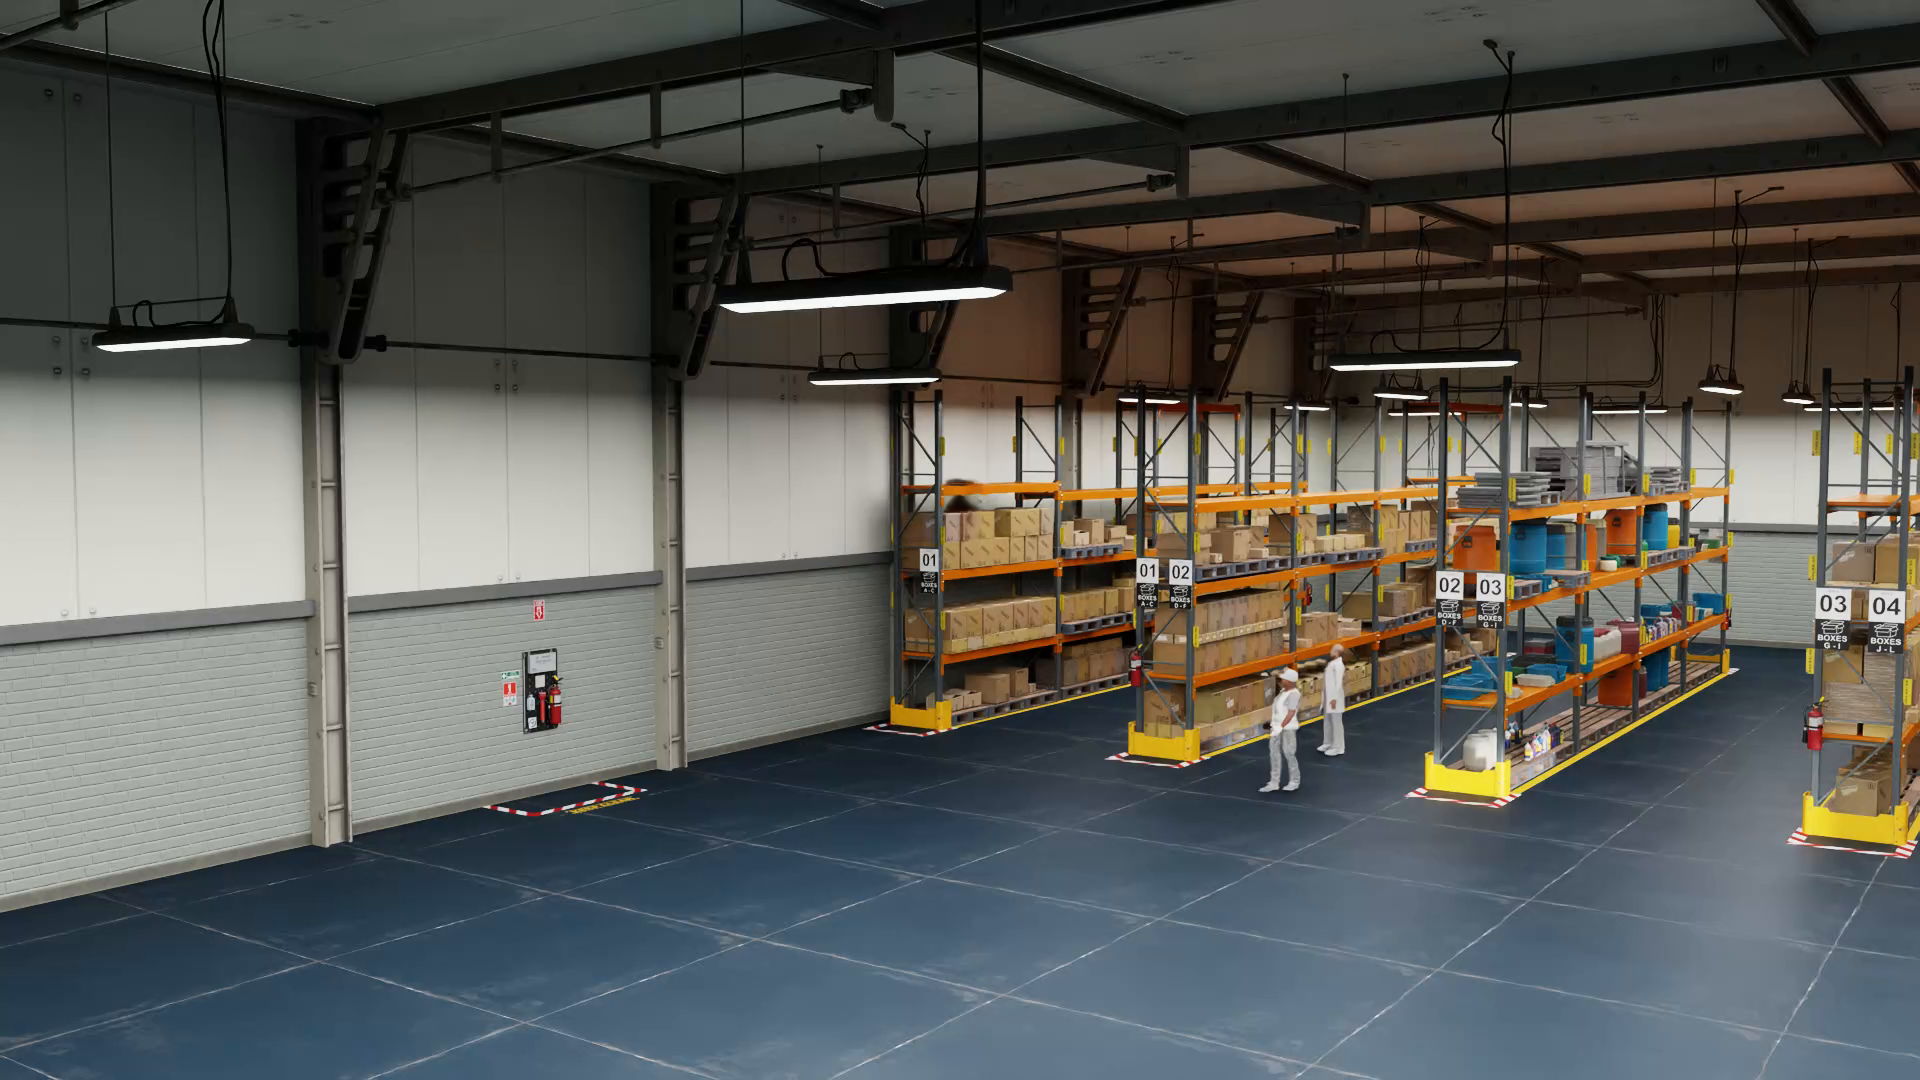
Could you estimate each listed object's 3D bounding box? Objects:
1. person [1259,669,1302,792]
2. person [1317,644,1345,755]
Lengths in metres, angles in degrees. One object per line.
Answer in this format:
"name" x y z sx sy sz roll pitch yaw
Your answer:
"person" 4.667 2.766 24.108 0.623 1.802 0.581 -2 4 -33
"person" 6.070 2.580 27.098 0.434 1.786 0.610 -1 3 -12
